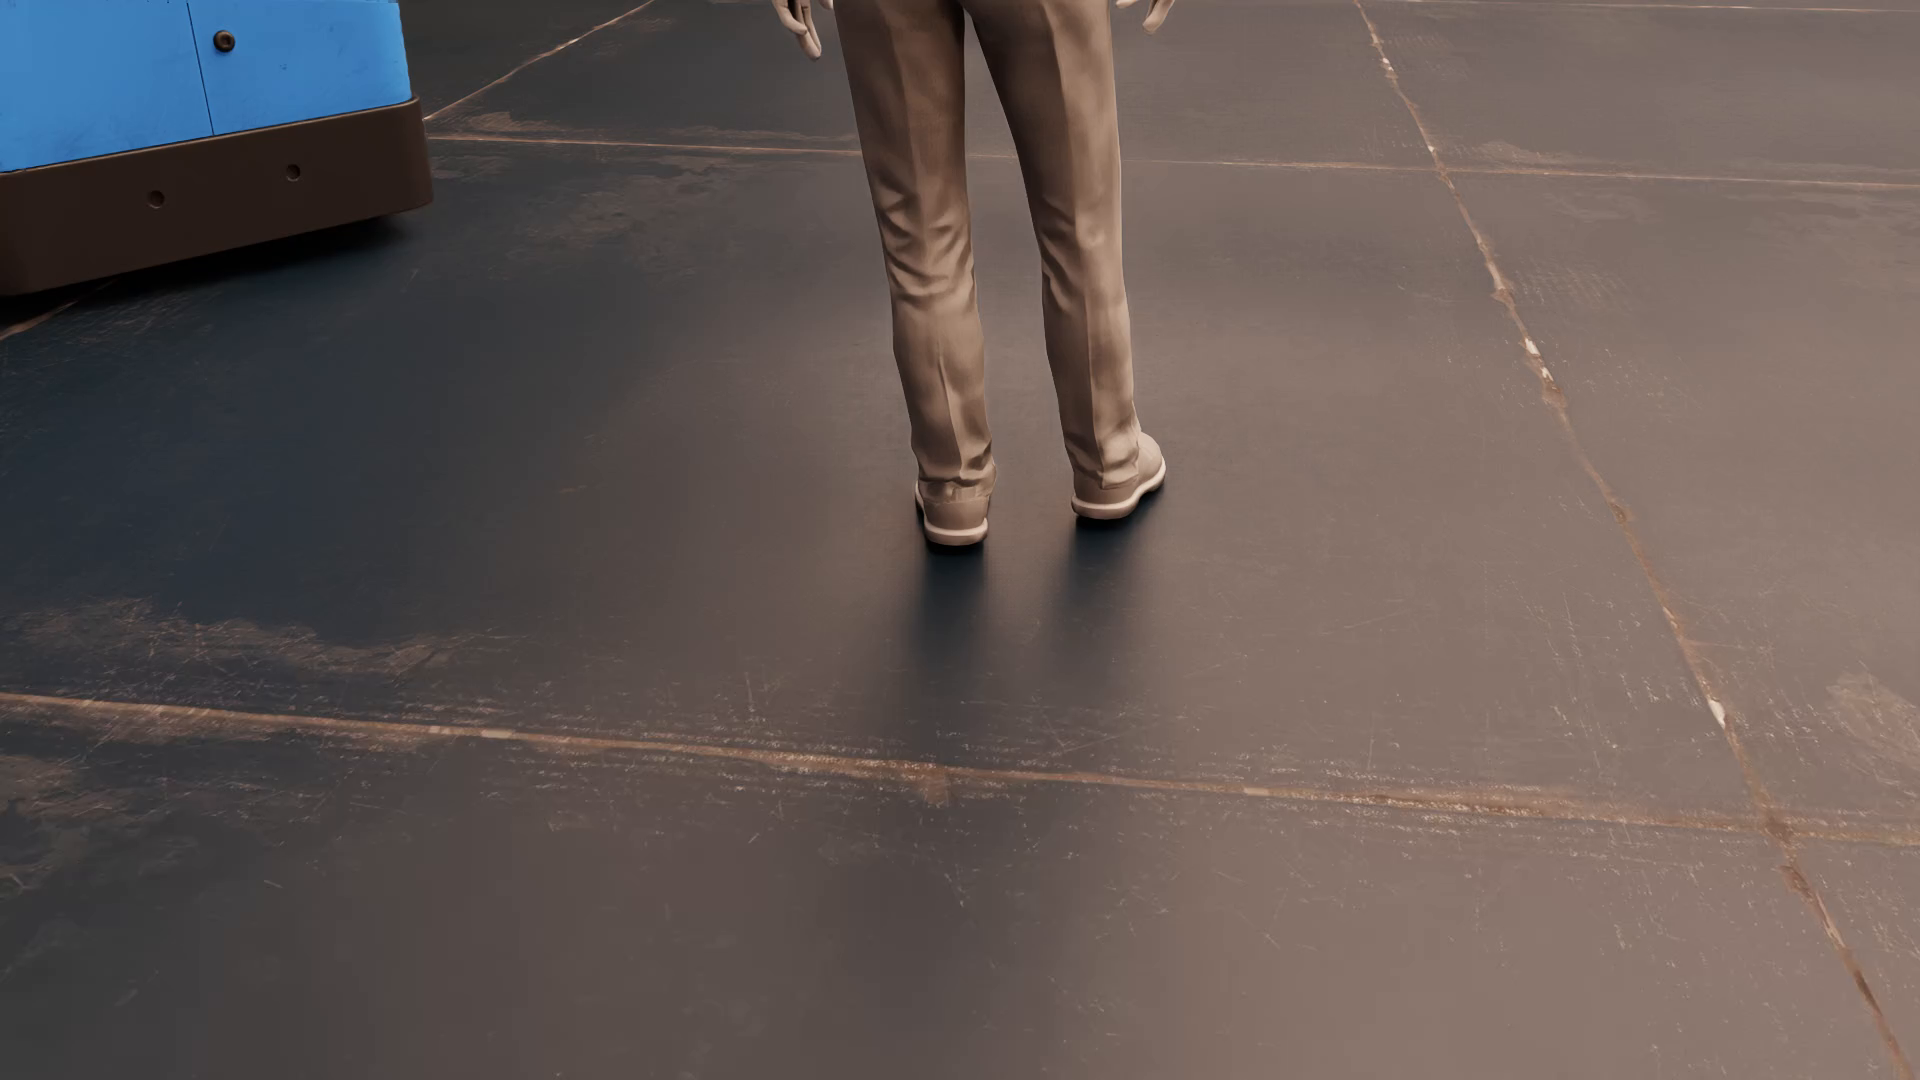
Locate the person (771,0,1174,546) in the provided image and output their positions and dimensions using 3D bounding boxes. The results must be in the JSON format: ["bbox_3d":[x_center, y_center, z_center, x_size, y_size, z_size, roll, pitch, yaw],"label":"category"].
[{"bbox_3d":[0.016,-0.795,2.179,0.586,1.694,0.530,3,27,7],"label":"person"}]

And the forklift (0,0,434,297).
[{"bbox_3d":[-2.680,-2.338,3.903,3.031,2.935,1.130,22,34,37],"label":"forklift"}]
